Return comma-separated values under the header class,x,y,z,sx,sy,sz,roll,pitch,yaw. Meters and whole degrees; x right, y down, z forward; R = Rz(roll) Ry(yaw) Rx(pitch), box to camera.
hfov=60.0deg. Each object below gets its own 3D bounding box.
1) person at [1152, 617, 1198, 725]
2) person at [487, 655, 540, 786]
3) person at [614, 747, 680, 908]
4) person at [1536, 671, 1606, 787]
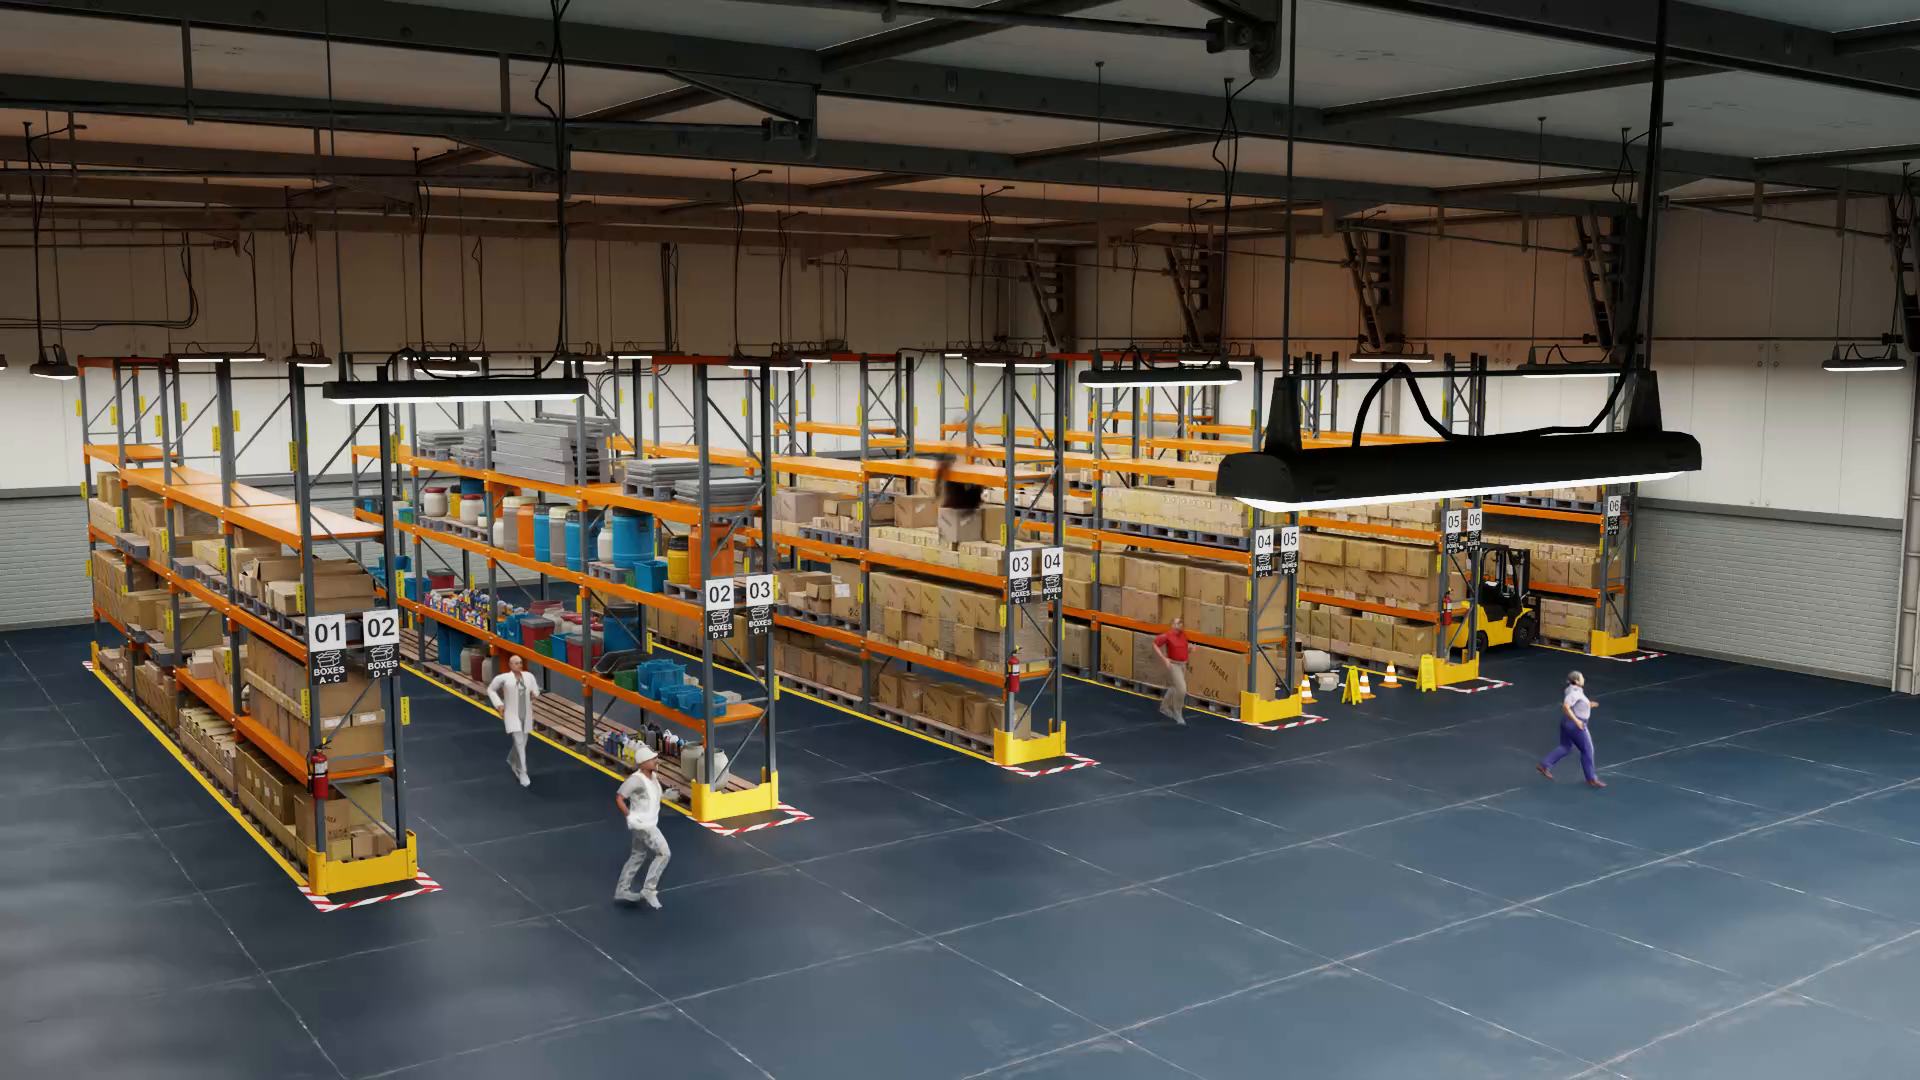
class,x,y,z,sx,sy,sz,roll,pitch,yaw
person,3.579,2.161,27.486,0.740,1.797,0.638,6,9,39
person,-6.356,2.554,23.873,0.694,1.822,0.867,-6,9,-42
person,-3.509,3.215,18.622,0.743,1.829,0.645,-1,7,-5
person,8.680,2.657,23.492,0.921,1.636,0.603,0,7,2
